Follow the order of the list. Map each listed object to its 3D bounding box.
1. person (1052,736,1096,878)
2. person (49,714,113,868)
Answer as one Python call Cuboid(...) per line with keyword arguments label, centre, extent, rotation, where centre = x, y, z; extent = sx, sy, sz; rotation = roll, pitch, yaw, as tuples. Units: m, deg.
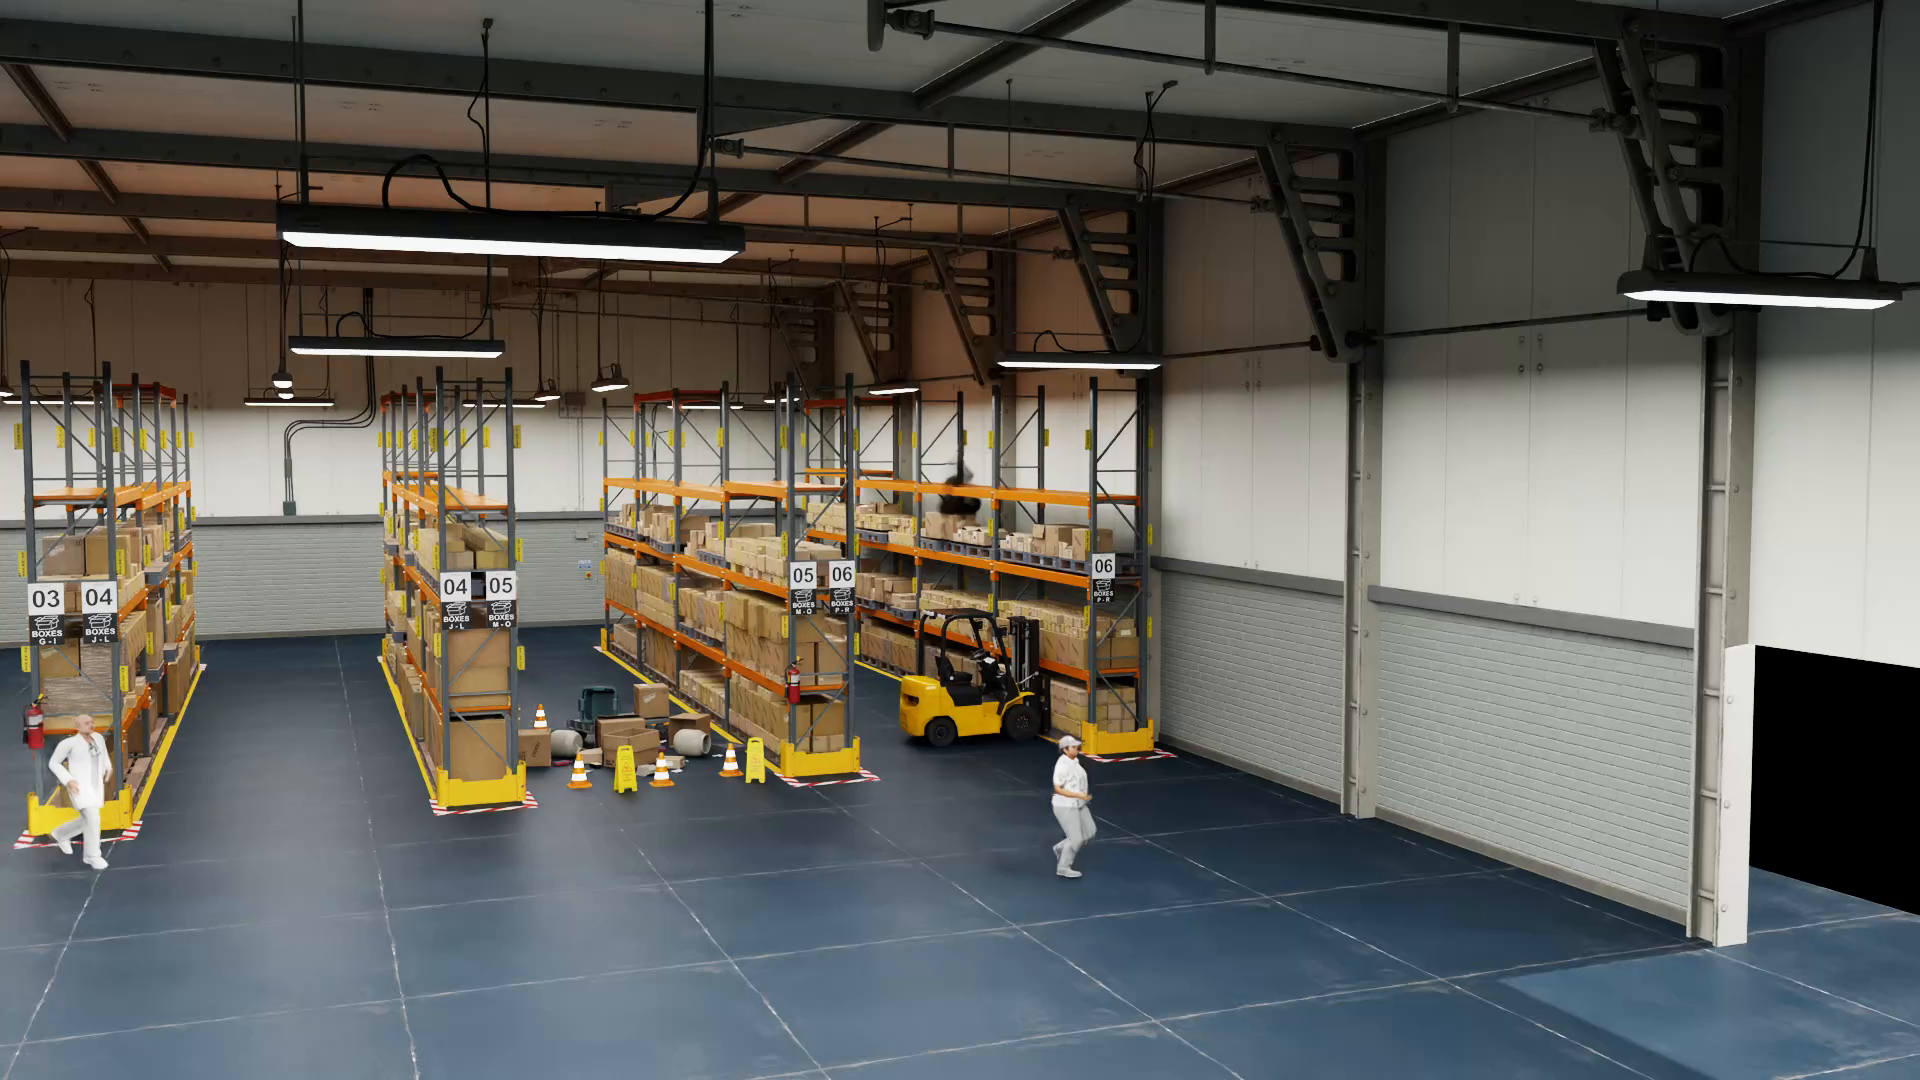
Cuboid(label="person", centre=(1.299, 3.045, 19.024), extent=(0.550, 1.620, 0.600), rotation=(2, 4, 25))
Cuboid(label="person", centre=(-10.382, 2.943, 19.632), extent=(0.889, 1.801, 0.722), rotation=(1, 4, 18))
